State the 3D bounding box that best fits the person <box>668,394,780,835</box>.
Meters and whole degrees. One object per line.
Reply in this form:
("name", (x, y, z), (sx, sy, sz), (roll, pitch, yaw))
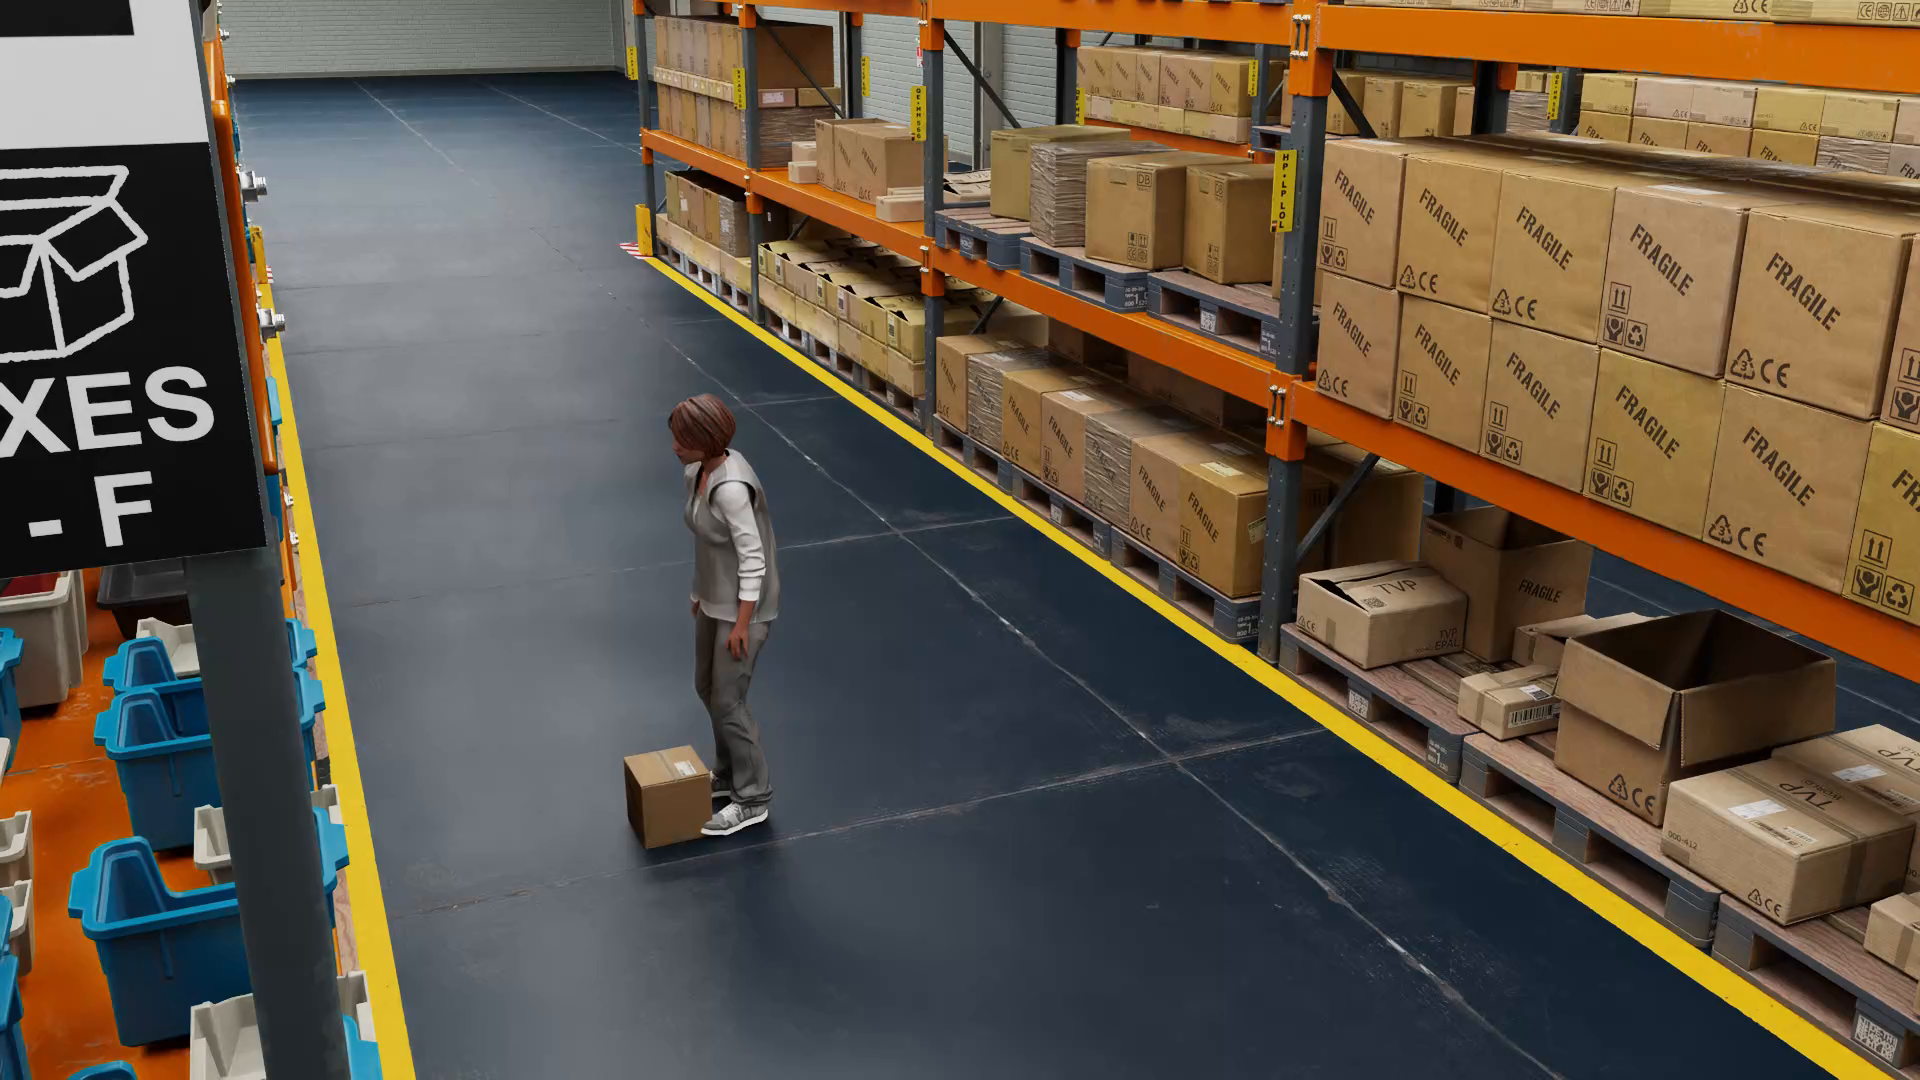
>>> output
("person", (-0.825, 0.254, 5.854), (0.350, 1.591, 0.480), (-9, 21, -25))
